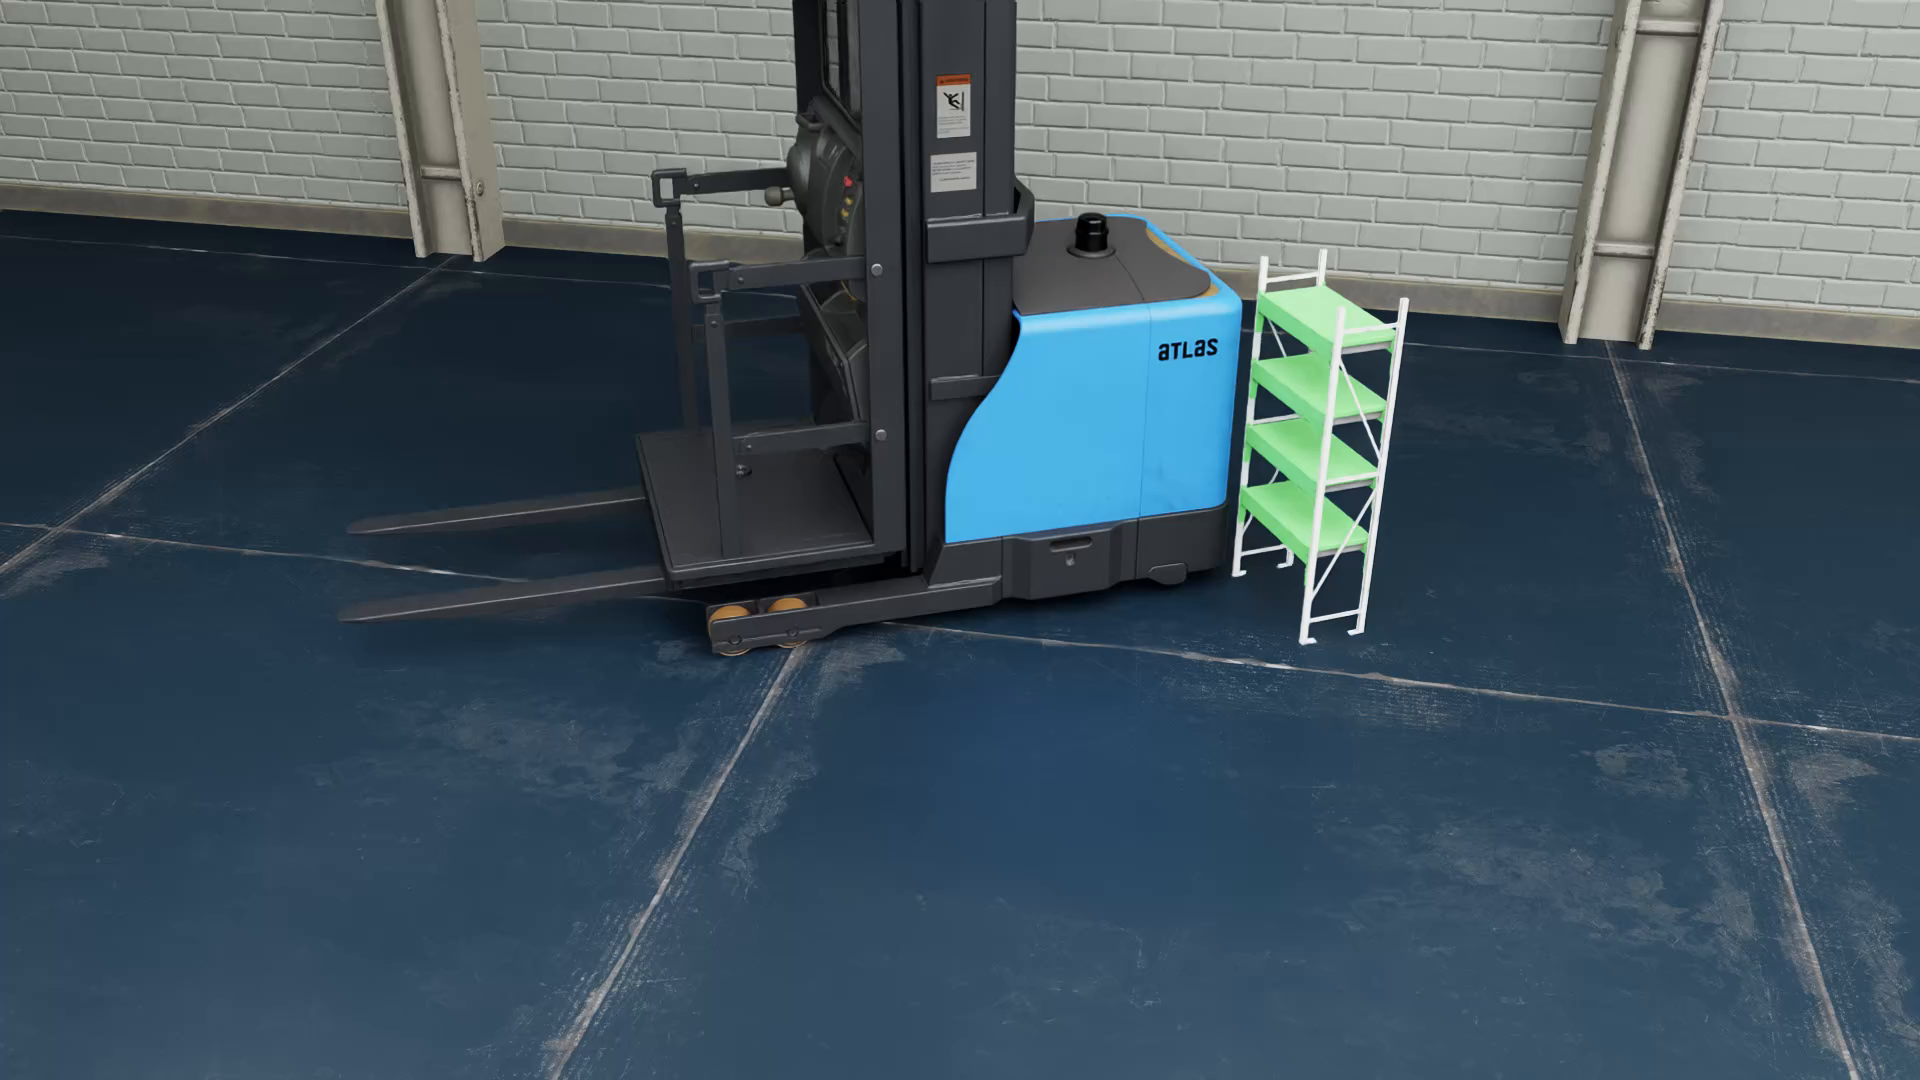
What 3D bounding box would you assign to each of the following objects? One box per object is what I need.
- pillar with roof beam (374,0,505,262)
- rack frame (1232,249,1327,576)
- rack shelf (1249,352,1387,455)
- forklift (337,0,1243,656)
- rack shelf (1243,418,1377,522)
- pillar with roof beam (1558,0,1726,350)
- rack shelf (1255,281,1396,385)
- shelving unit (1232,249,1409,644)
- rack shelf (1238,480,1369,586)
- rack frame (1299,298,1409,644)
[{"bbox_3d":[-3.645,-3.524,3.315,0.400,9.000,9.100,6,29,11],"label":"pillar with roof beam"},{"bbox_3d":[1.101,-0.418,5.764,0.240,1.200,0.015,-9,30,-17],"label":"rack frame"},{"bbox_3d":[1.181,-0.462,5.477,0.258,0.148,0.480,-9,30,-17],"label":"rack shelf"},{"bbox_3d":[-0.620,-1.180,5.353,3.031,2.935,1.130,-8,30,-14],"label":"forklift"},{"bbox_3d":[1.181,-0.251,5.593,0.258,0.148,0.480,-9,30,-17],"label":"rack shelf"},{"bbox_3d":[2.223,-2.922,2.216,0.400,9.000,9.100,6,29,11],"label":"pillar with roof beam"},{"bbox_3d":[1.181,-0.672,5.362,0.258,0.148,0.480,-9,30,-17],"label":"rack shelf"},{"bbox_3d":[1.181,-0.307,5.562,0.258,1.200,0.503,-9,30,-17],"label":"shelving unit"},{"bbox_3d":[1.181,-0.041,5.708,0.258,0.148,0.480,-9,30,-17],"label":"rack shelf"},{"bbox_3d":[1.261,-0.197,5.360,0.240,1.200,0.015,-9,30,-17],"label":"rack frame"}]
